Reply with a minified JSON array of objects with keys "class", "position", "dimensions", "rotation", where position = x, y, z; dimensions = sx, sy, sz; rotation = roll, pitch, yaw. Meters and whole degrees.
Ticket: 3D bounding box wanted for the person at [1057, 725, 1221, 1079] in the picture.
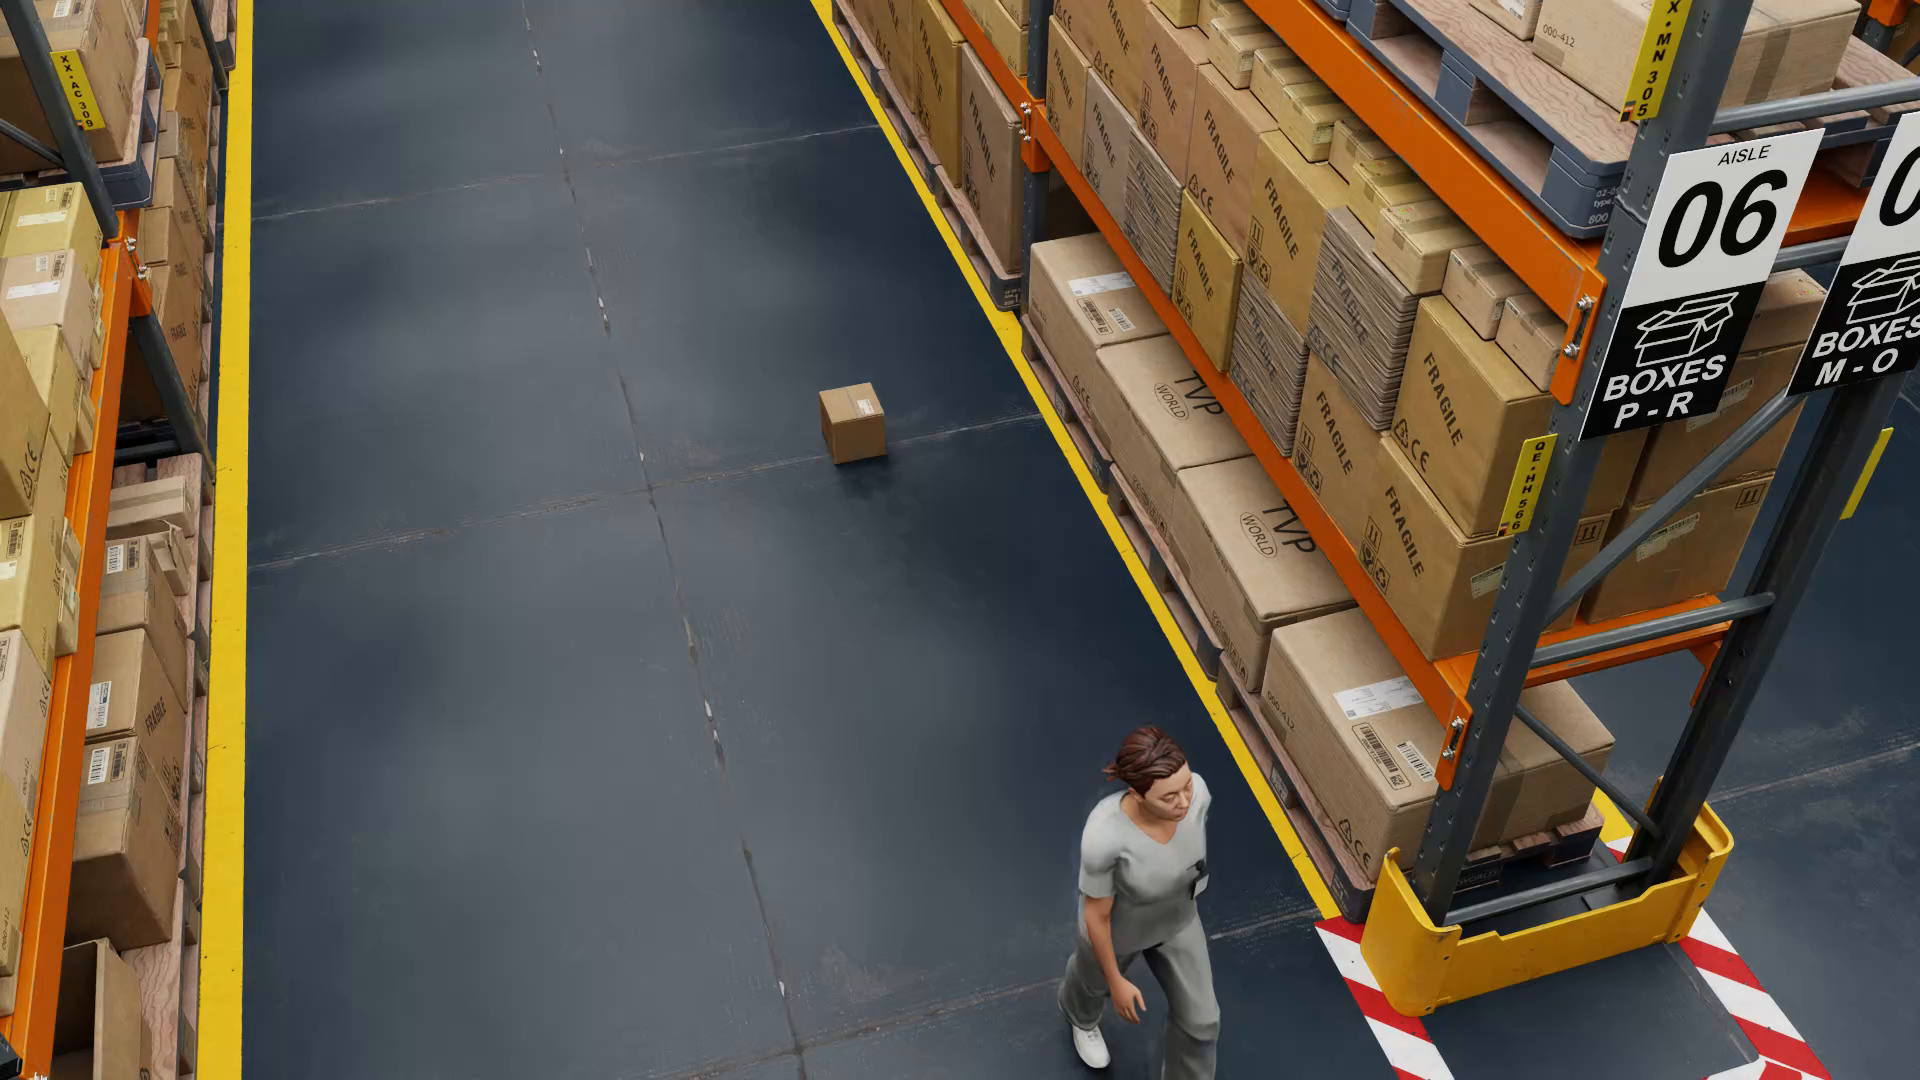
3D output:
[{"class":"person","position":[0.550,1.179,4.891],"dimensions":[0.462,1.698,0.741],"rotation":[-17,45,-17]}]
